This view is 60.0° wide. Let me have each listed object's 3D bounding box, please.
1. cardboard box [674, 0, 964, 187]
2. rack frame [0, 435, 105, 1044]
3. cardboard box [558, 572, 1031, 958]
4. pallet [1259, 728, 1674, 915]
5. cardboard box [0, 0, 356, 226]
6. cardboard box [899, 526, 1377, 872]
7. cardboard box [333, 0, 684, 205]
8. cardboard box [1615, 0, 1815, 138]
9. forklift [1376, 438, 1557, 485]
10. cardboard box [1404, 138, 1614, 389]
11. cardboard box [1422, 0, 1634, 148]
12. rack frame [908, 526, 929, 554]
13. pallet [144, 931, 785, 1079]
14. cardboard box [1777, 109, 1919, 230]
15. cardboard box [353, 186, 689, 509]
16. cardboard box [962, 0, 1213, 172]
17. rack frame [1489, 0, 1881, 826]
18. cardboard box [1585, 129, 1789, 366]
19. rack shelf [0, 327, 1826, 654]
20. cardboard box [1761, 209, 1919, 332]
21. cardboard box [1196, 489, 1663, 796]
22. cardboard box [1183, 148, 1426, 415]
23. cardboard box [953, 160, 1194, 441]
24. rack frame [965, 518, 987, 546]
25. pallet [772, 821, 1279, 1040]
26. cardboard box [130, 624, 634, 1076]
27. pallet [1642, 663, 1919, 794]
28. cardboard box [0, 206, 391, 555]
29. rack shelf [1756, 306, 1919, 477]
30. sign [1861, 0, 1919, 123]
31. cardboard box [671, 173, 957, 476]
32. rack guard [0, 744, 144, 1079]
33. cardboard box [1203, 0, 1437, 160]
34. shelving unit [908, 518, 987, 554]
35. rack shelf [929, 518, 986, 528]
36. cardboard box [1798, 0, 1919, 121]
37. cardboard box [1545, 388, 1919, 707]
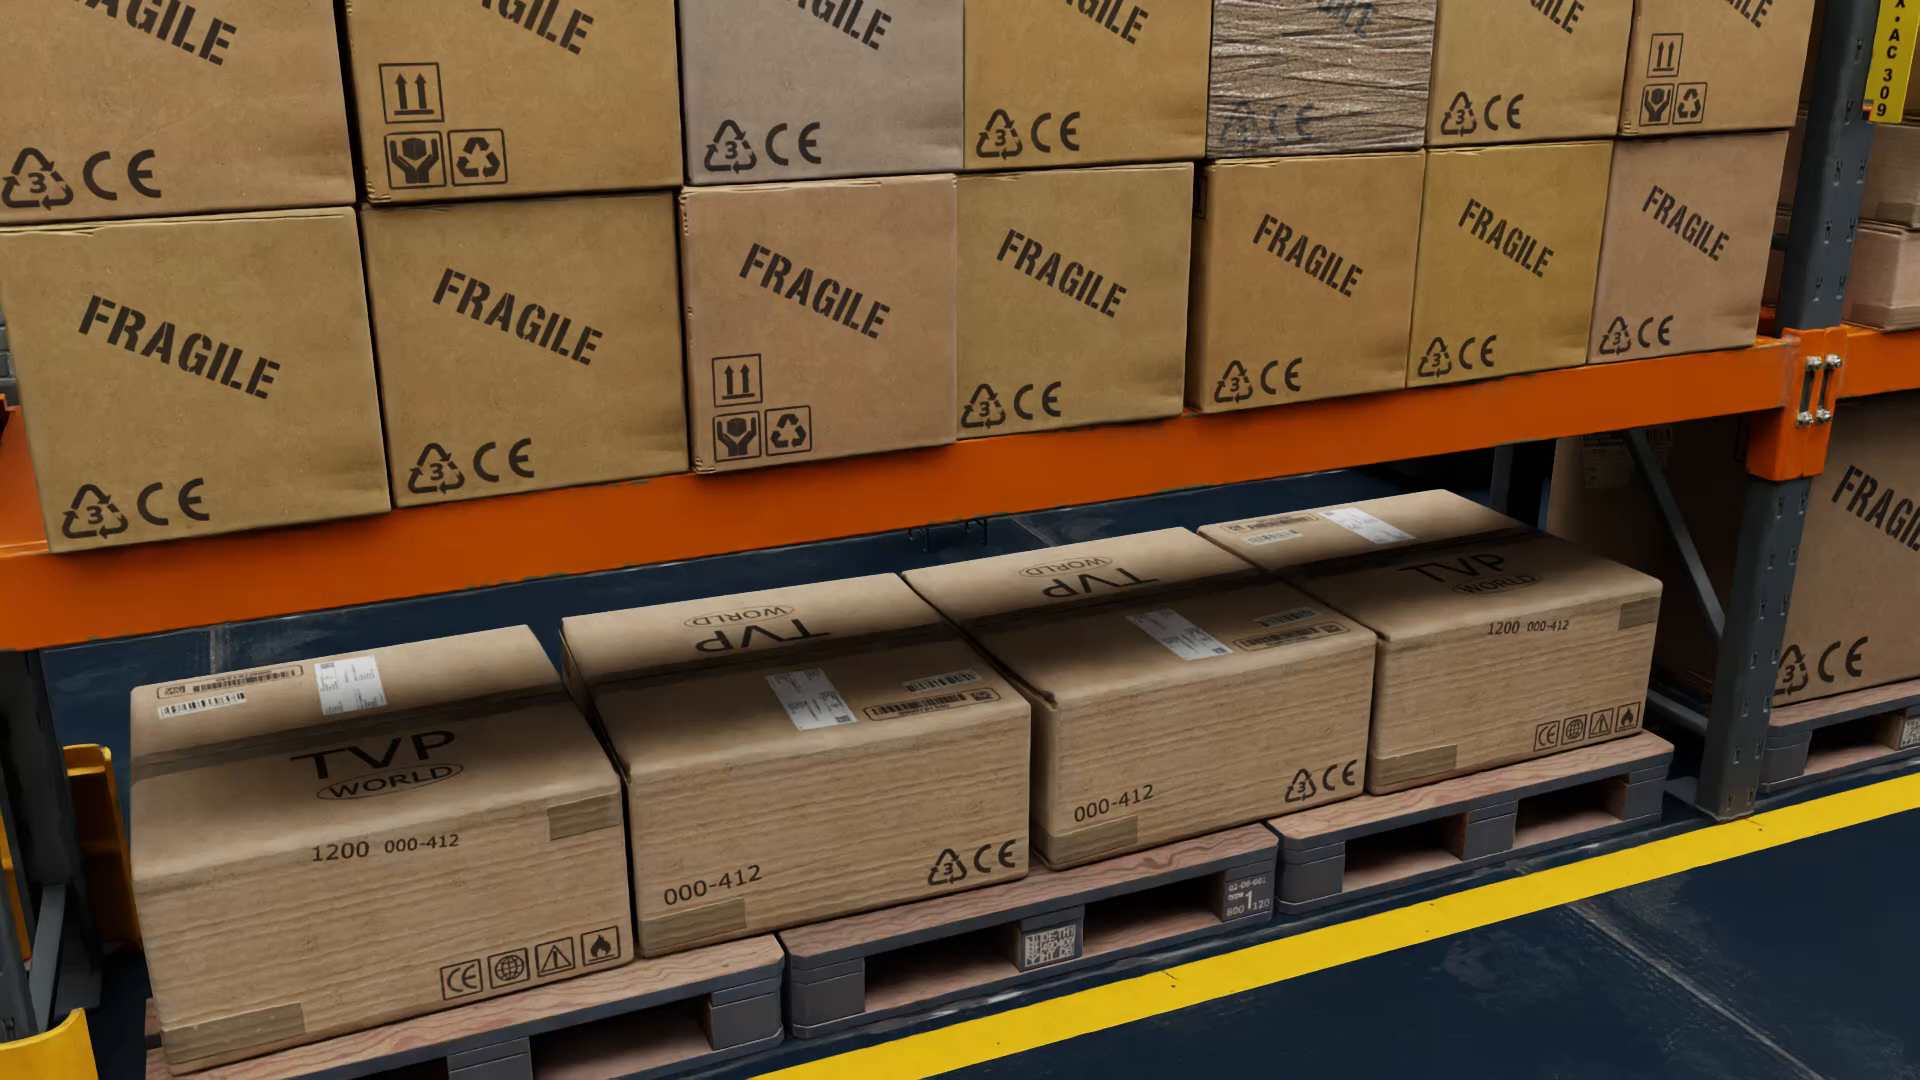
[{"bbox_3d":[-0.319,-0.931,2.995,0.500,0.500,0.500,-8,21,-22],"label":"cardboard box"},{"bbox_3d":[-1.814,-0.296,2.847,0.127,3.000,1.000,-8,21,-22],"label":"rack frame"},{"bbox_3d":[-0.411,0.474,3.885,0.875,0.438,0.875,-8,21,-20],"label":"cardboard box"},{"bbox_3d":[1.130,0.569,4.588,1.213,0.211,1.003,-8,21,-22],"label":"pallet"},{"bbox_3d":[-1.260,-0.791,2.597,0.500,0.500,0.500,-9,21,-23],"label":"cardboard box"},{"bbox_3d":[0.418,0.356,4.220,0.875,0.438,0.875,-9,21,-24],"label":"cardboard box"},{"bbox_3d":[-0.789,-0.861,2.796,0.500,0.500,0.500,-9,21,-23],"label":"cardboard box"},{"bbox_3d":[1.535,-1.195,3.743,0.500,0.500,0.500,-8,21,-22],"label":"cardboard box"},{"bbox_3d":[3.022,-1.953,7.657,3.031,2.935,1.130,-11,22,-28],"label":"forklift"},{"bbox_3d":[1.064,-0.661,3.733,0.500,0.500,0.500,-9,21,-23],"label":"cardboard box"},{"bbox_3d":[1.066,-1.131,3.561,0.500,0.500,0.500,-8,21,-23],"label":"cardboard box"},{"bbox_3d":[-0.161,-0.472,6.282,0.008,1.050,0.200,-8,21,-22],"label":"rack frame"},{"bbox_3d":[-1.111,0.890,3.676,1.213,0.211,1.003,-8,21,-22],"label":"pallet"},{"bbox_3d":[2.375,-0.959,4.203,0.500,0.250,0.500,-9,21,-23],"label":"cardboard box"},{"bbox_3d":[-0.806,-0.394,2.974,0.500,0.500,0.500,-8,21,-23],"label":"cardboard box"},{"bbox_3d":[0.138,-0.997,3.182,0.500,0.500,0.500,-8,21,-22],"label":"cardboard box"},{"bbox_3d":[1.859,-0.822,4.341,0.127,3.000,1.000,-8,21,-22],"label":"rack frame"},{"bbox_3d":[1.534,-0.731,3.930,0.500,0.500,0.500,-8,21,-21],"label":"cardboard box"},{"bbox_3d":[0.022,-0.220,3.714,4.000,0.370,1.077,-8,21,-22],"label":"rack shelf"},{"bbox_3d":[2.367,-0.729,4.302,0.500,0.250,0.500,-9,21,-23],"label":"cardboard box"},{"bbox_3d":[1.240,0.238,4.555,0.875,0.438,0.875,-8,21,-23],"label":"cardboard box"},{"bbox_3d":[0.608,-0.591,3.532,0.500,0.500,0.500,-8,21,-23],"label":"cardboard box"},{"bbox_3d":[0.121,-0.526,3.350,0.500,0.500,0.500,-7,21,-20],"label":"cardboard box"},{"bbox_3d":[0.063,-0.504,6.373,0.008,1.050,0.200,-8,21,-22],"label":"rack frame"},{"bbox_3d":[0.008,0.731,4.129,1.213,0.211,1.003,-8,21,-22],"label":"pallet"},{"bbox_3d":[-1.248,0.597,3.536,0.875,0.438,0.875,-9,21,-24],"label":"cardboard box"},{"bbox_3d":[2.537,0.368,5.158,1.213,0.211,1.003,-8,21,-22],"label":"pallet"},{"bbox_3d":[-1.260,-0.319,2.761,0.500,0.500,0.500,-8,21,-22],"label":"cardboard box"},{"bbox_3d":[3.695,-0.746,5.208,4.000,0.370,1.077,-8,21,-22],"label":"rack shelf"},{"bbox_3d":[2.080,-1.099,3.704,0.005,0.325,0.100,-8,21,-22],"label":"sign"},{"bbox_3d":[-0.332,-0.455,3.148,0.500,0.500,0.500,-8,21,-22],"label":"cardboard box"},{"bbox_3d":[-1.836,0.886,3.253,0.348,0.500,1.175,-8,21,-22],"label":"rack guard"},{"bbox_3d":[0.602,-1.061,3.362,0.500,0.500,0.500,-8,21,-21],"label":"cardboard box"},{"bbox_3d":[-0.049,-0.488,6.328,0.252,1.050,0.215,-8,21,-22],"label":"shelving unit"},{"bbox_3d":[-0.049,-0.216,6.423,0.240,0.259,0.215,-8,21,-22],"label":"rack shelf"},{"bbox_3d":[2.377,-1.311,4.074,0.500,0.500,0.500,-8,21,-21],"label":"cardboard box"},{"bbox_3d":[2.396,-0.124,4.925,0.875,0.875,0.875,-7,21,-20],"label":"cardboard box"}]
